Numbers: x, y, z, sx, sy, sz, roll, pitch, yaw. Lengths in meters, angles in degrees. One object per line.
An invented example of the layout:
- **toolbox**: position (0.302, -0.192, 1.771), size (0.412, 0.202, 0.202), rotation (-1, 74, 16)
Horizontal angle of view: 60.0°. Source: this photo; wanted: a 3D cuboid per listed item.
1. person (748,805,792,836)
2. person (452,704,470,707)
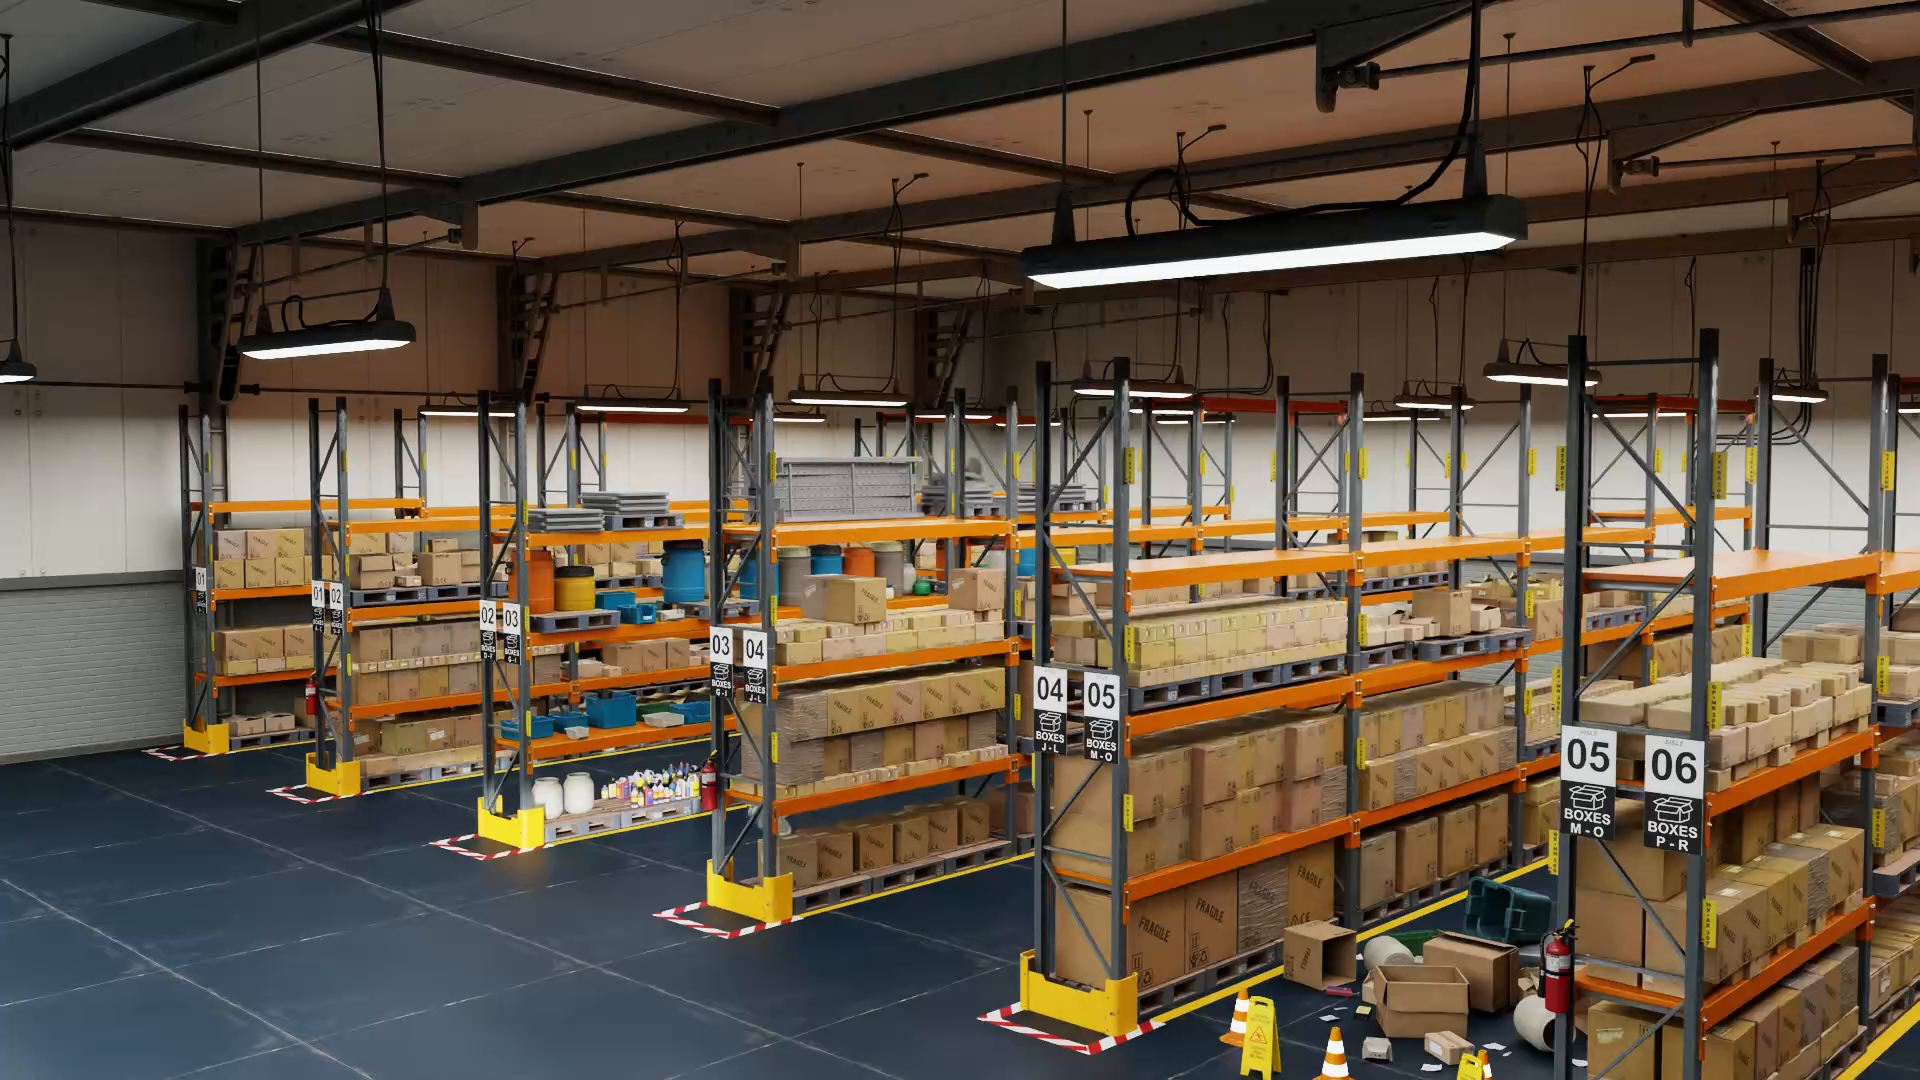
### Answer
- **person**: position (-2.366, 3.160, 21.138), size (0.651, 1.736, 0.678), rotation (3, 4, 45)
- **person**: position (-8.649, 2.824, 28.928), size (0.618, 1.678, 0.761), rotation (3, 4, 45)
